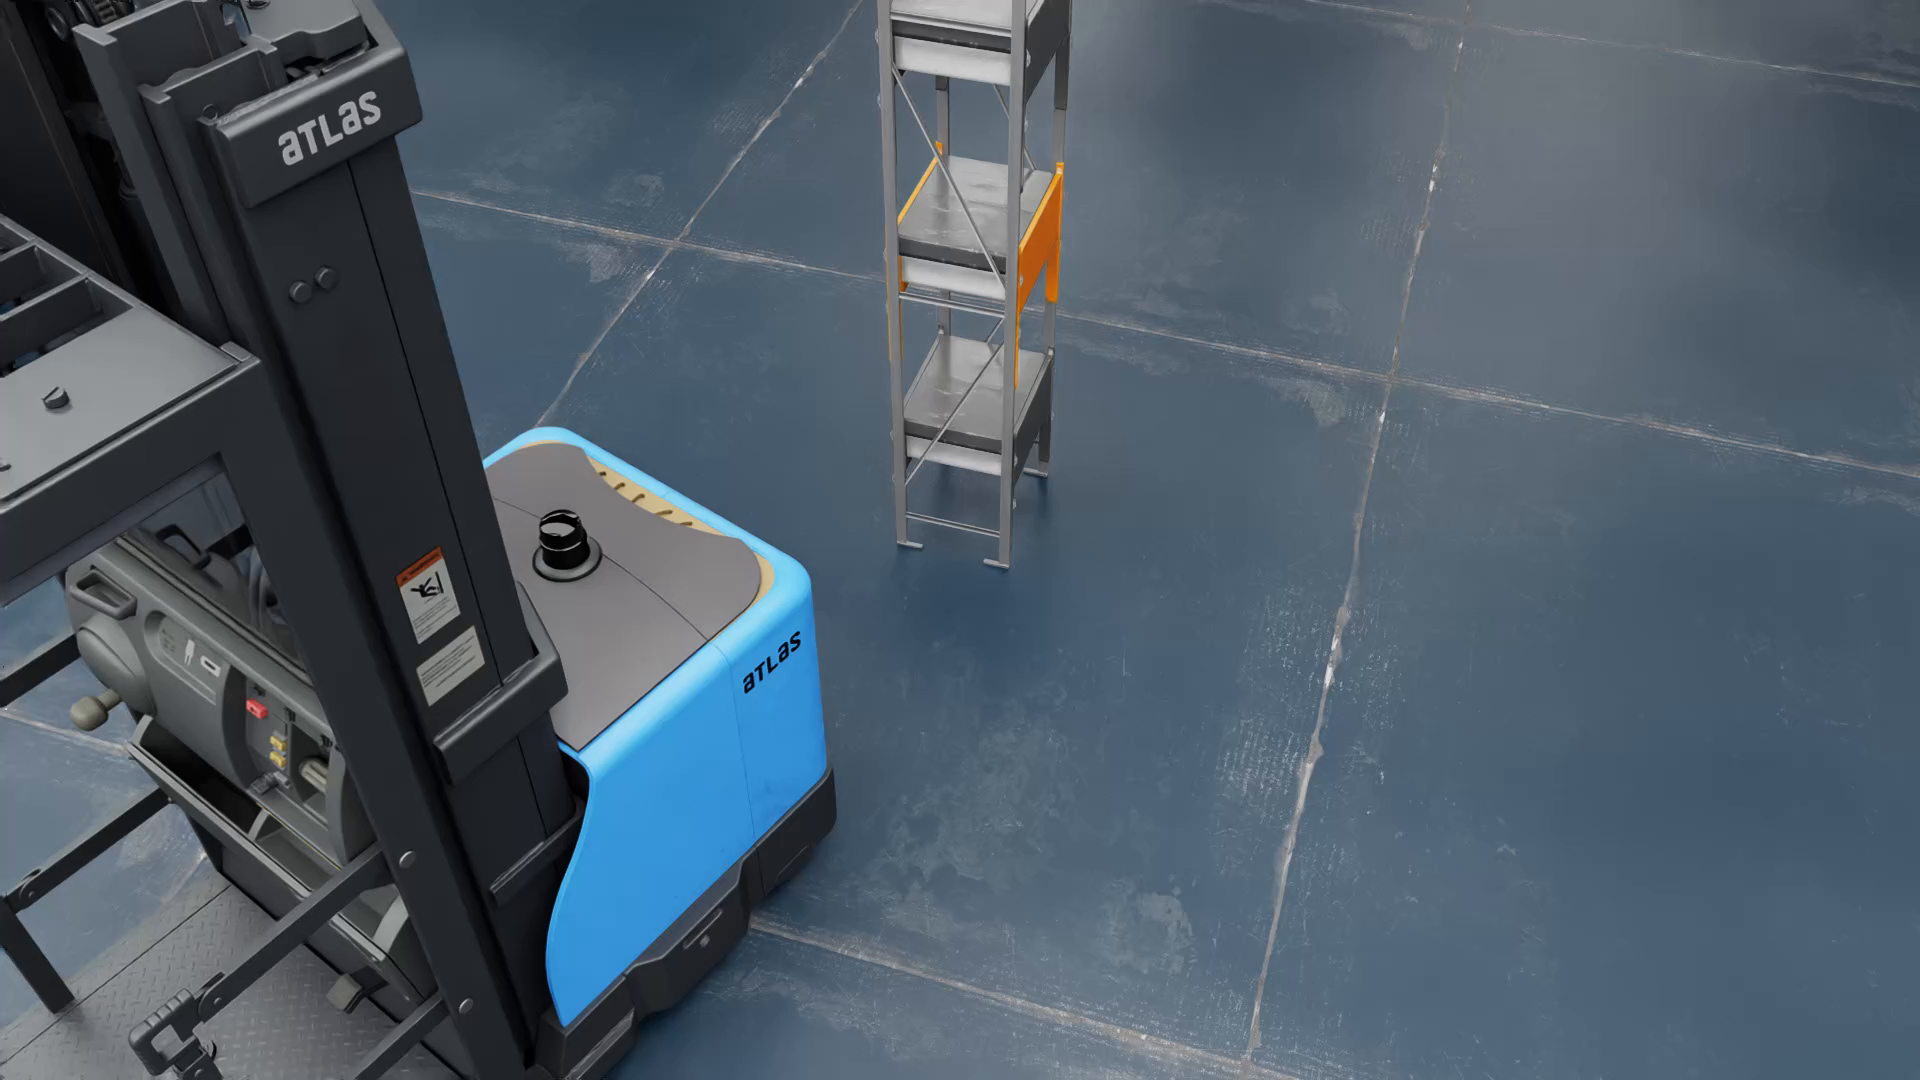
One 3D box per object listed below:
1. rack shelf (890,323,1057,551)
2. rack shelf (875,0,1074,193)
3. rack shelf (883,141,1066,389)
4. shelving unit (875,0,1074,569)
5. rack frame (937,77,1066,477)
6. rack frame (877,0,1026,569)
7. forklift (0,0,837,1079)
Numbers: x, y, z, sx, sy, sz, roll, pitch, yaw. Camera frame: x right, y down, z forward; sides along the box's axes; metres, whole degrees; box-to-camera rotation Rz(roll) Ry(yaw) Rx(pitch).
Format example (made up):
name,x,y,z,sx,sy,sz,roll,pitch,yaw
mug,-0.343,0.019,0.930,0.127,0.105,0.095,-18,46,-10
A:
name,x,y,z,sx,sy,sz,roll,pitch,yaw
rack shelf,0.050,-0.351,5.628,0.431,0.518,0.480,13,46,12
rack shelf,0.050,-1.351,4.648,0.431,0.518,0.480,13,46,12
rack shelf,0.050,-0.851,5.138,0.431,0.518,0.480,13,46,12
shelving unit,0.050,-0.861,5.128,0.431,2.100,0.503,13,46,13
rack frame,0.124,-1.023,5.295,0.400,2.100,0.015,13,46,13
rack frame,-0.024,-0.698,4.962,0.400,2.100,0.015,13,46,13
forklift,-1.652,0.407,3.239,1.130,2.935,3.031,28,51,26
